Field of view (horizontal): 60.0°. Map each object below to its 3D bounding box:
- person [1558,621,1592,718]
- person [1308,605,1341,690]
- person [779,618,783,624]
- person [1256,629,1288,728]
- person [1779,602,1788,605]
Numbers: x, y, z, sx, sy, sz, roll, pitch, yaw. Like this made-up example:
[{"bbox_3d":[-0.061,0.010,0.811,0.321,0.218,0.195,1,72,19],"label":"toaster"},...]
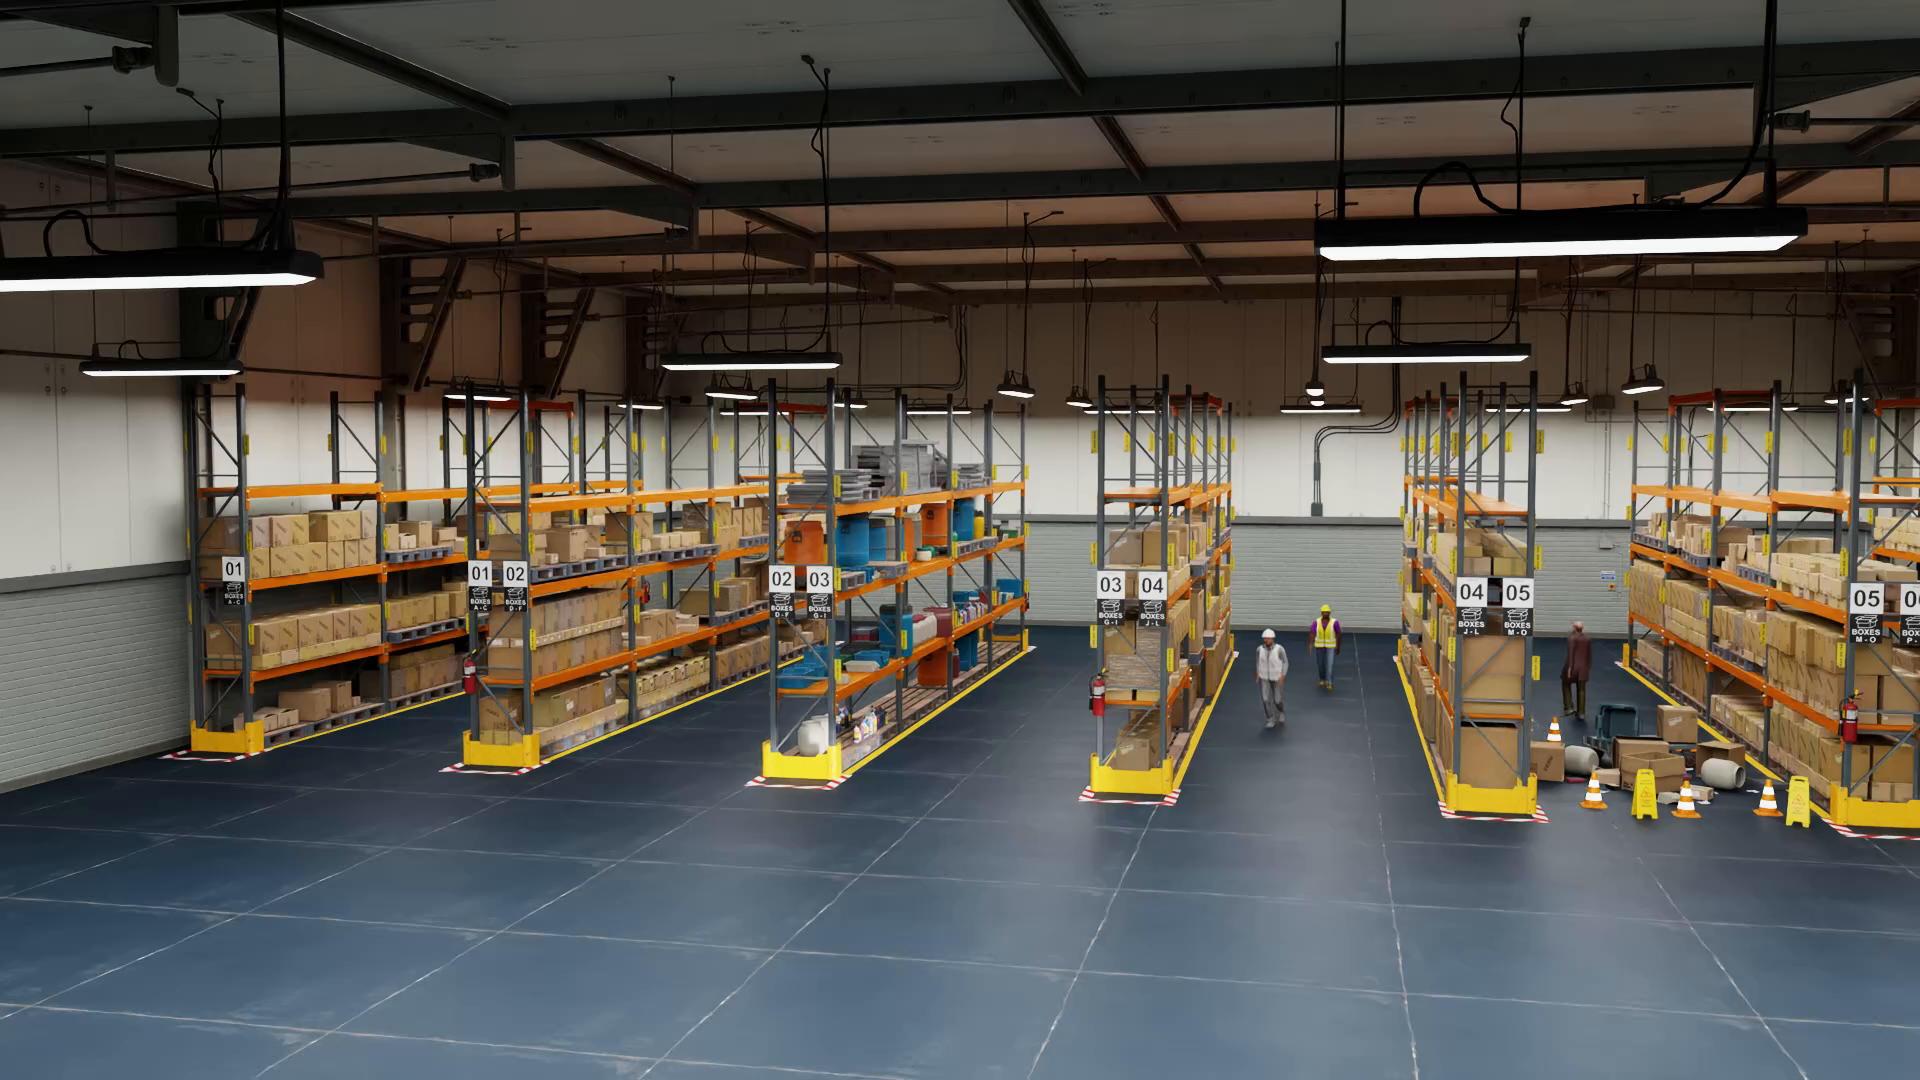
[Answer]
[{"bbox_3d":[11.309,2.392,30.399,0.573,1.814,0.594,0,3,3],"label":"person"},{"bbox_3d":[7.449,2.180,33.966,0.648,1.703,1.059,1,3,13],"label":"person"},{"bbox_3d":[-5.026,1.600,44.918,0.652,1.683,0.636,1,4,22],"label":"person"},{"bbox_3d":[5.564,2.441,29.588,0.600,1.754,0.660,2,4,26],"label":"person"},{"bbox_3d":[17.915,2.088,35.820,0.622,1.733,0.942,-2,4,-34],"label":"person"}]
